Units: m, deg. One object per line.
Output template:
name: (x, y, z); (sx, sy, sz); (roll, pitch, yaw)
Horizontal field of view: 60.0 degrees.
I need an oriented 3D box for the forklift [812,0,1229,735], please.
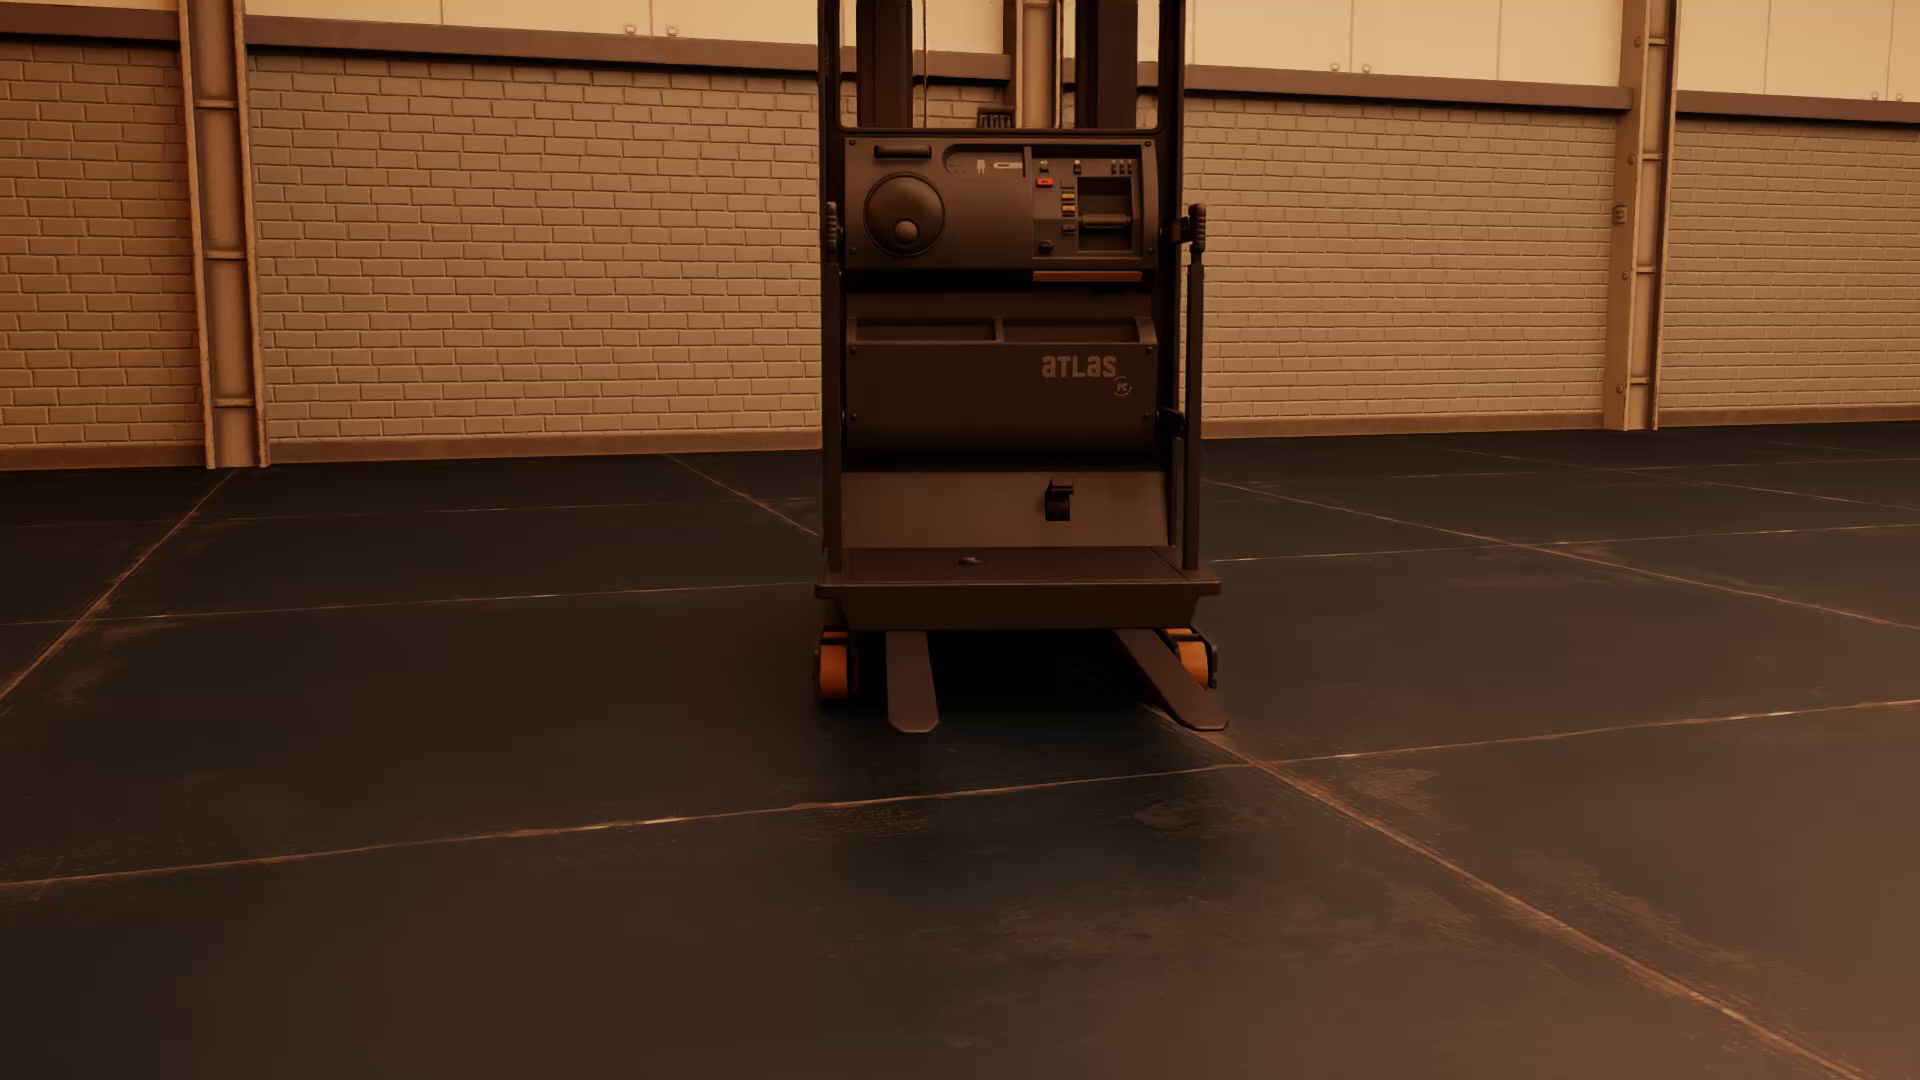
forklift: (0.135, -1.046, 4.736); (1.130, 2.935, 3.031); (0, 8, -3)
